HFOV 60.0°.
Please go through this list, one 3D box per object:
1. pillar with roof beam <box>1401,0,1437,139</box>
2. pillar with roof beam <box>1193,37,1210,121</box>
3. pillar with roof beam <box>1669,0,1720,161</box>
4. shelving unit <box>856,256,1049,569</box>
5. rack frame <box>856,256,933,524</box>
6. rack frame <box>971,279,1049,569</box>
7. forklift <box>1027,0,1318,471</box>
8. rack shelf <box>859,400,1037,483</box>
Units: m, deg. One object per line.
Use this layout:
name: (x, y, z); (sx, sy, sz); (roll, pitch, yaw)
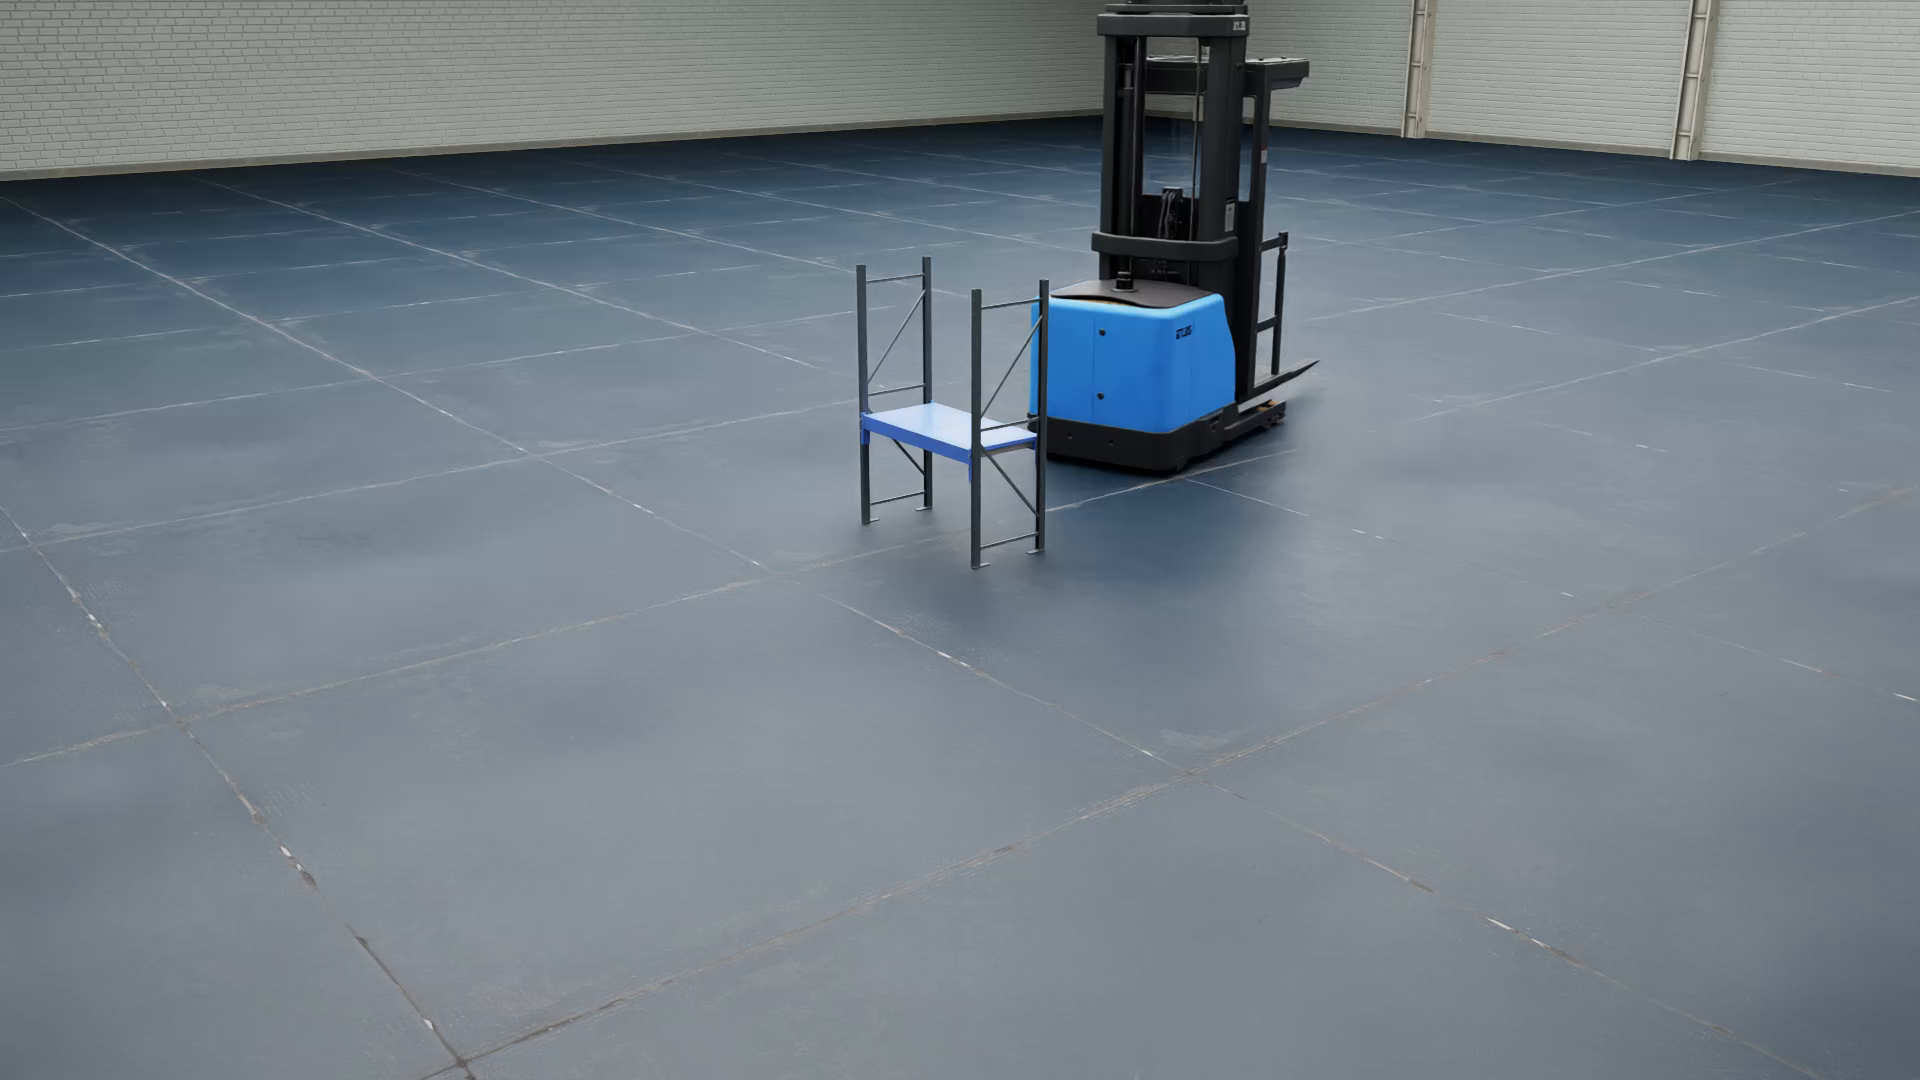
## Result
pillar with roof beam: (6.108, -11.856, 30.853); (9.100, 9.000, 0.400); (-14, 23, -36)
pillar with roof beam: (2.383, -13.335, 35.318); (9.100, 9.000, 0.400); (-14, 23, -36)
pillar with roof beam: (9.834, -10.378, 26.388); (9.100, 9.000, 0.400); (-14, 23, -36)
shelving unit: (-0.053, -0.733, 9.190); (0.538, 1.500, 1.048); (-14, 23, -36)
rack frame: (-0.369, -0.858, 9.568); (0.500, 1.500, 0.032); (-14, 23, -36)
rack frame: (0.263, -0.608, 8.812); (0.500, 1.500, 0.032); (-14, 23, -36)
forklift: (1.667, -2.237, 11.454); (1.130, 2.935, 3.031); (12, 22, 31)
rack shelf: (-0.053, -0.562, 9.247); (0.538, 0.185, 1.000); (-14, 23, -36)
